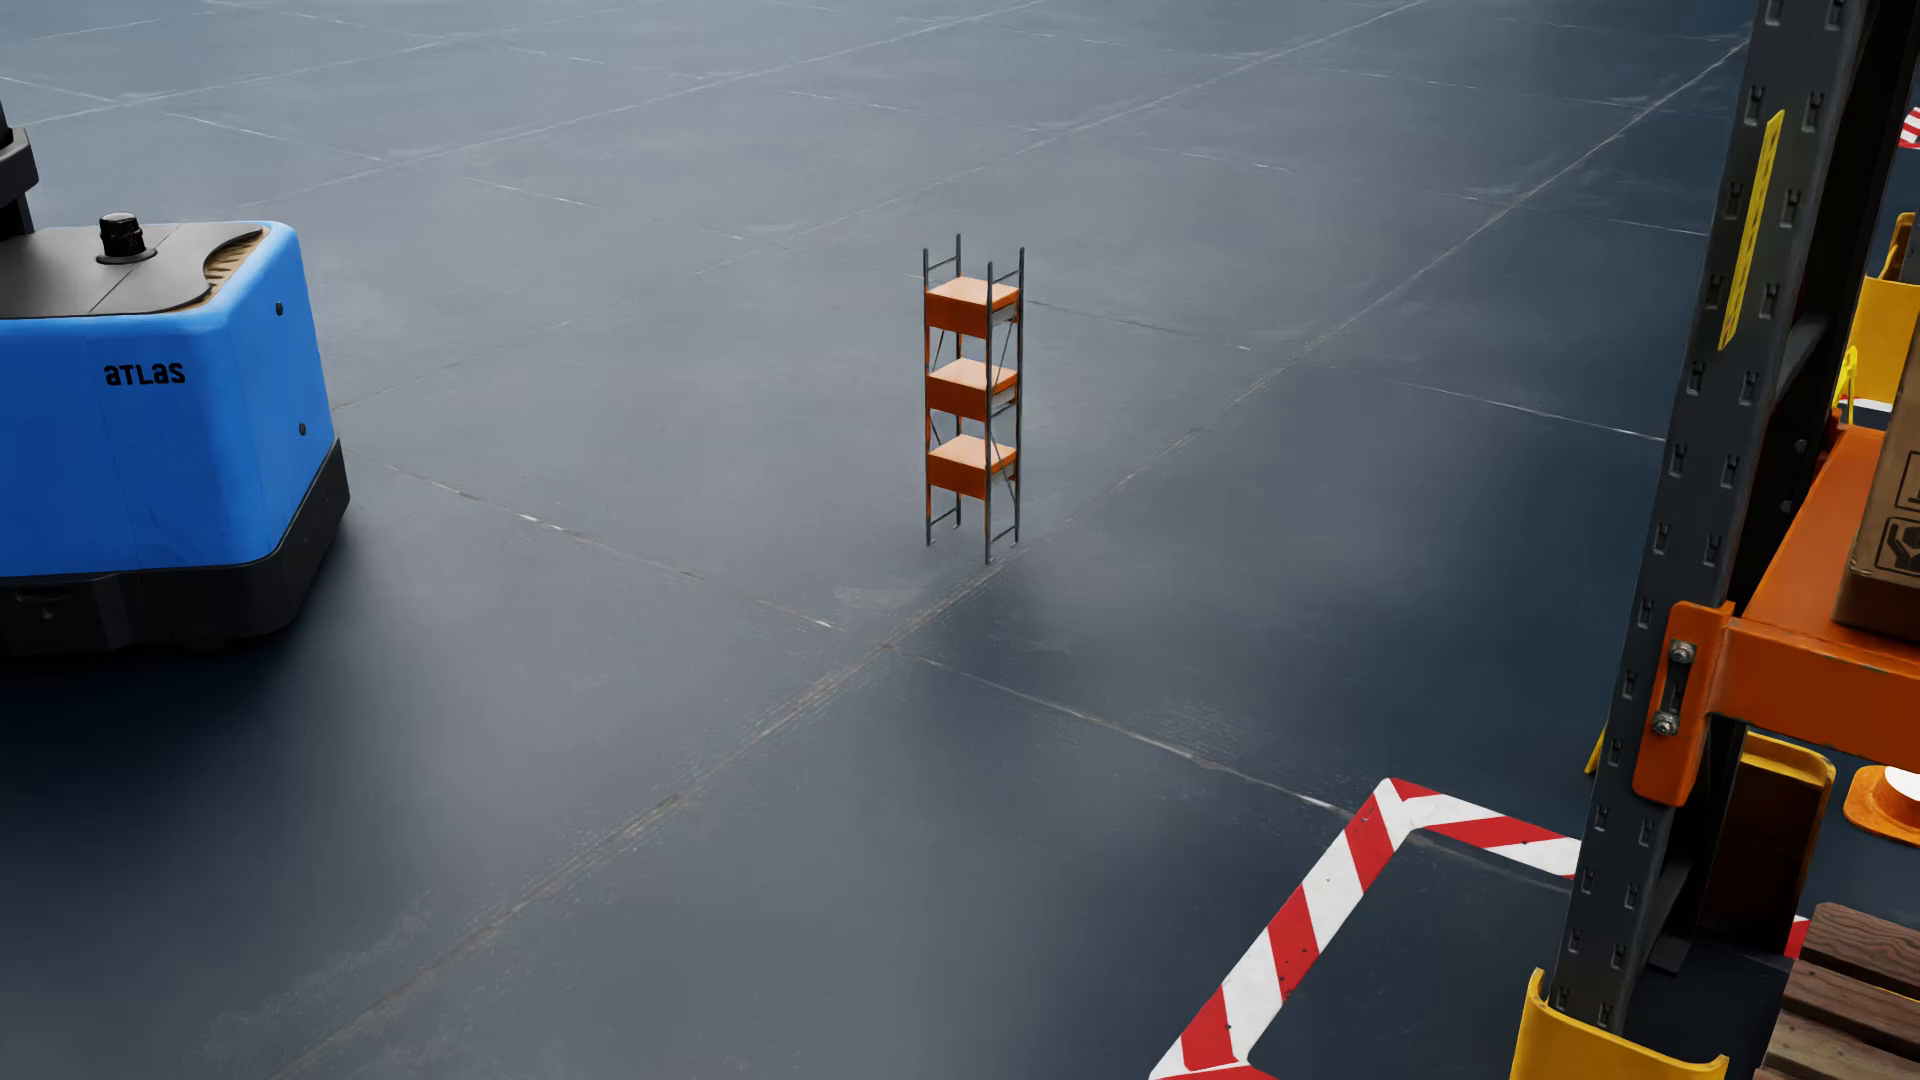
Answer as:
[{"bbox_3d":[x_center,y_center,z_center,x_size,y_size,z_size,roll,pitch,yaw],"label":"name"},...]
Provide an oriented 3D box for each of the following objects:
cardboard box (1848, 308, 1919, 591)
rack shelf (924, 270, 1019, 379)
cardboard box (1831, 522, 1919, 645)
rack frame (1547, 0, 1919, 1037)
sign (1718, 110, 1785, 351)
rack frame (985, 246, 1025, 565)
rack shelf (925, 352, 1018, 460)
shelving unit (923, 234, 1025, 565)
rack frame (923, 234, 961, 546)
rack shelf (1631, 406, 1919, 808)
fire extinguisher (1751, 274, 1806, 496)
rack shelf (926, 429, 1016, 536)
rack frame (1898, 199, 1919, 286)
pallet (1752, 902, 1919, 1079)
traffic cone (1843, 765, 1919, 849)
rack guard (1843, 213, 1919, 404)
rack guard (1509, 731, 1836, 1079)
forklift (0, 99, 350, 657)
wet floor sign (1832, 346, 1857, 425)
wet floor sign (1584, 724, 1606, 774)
[{"bbox_3d":[1.654,-0.202,2.402,0.500,0.500,0.500,17,31,30],"label":"cardboard box"},{"bbox_3d":[0.044,-0.698,5.361,0.240,0.259,0.215,17,32,30],"label":"rack shelf"},{"bbox_3d":[1.583,0.026,2.668,0.250,0.149,0.380,17,32,31],"label":"cardboard box"},{"bbox_3d":[1.420,-0.250,2.935,0.127,3.000,1.000,17,32,30],"label":"rack frame"},{"bbox_3d":[1.113,-0.433,2.340,0.005,0.325,0.100,17,32,30],"label":"sign"},{"bbox_3d":[0.145,-0.423,5.423,0.008,1.050,0.200,17,32,30],"label":"rack frame"},{"bbox_3d":[0.044,-0.445,5.490,0.240,0.259,0.215,17,32,30],"label":"rack shelf"},{"bbox_3d":[0.044,-0.454,5.485,0.252,1.050,0.215,17,32,30],"label":"shelving unit"},{"bbox_3d":[-0.056,-0.485,5.546,0.008,1.050,0.200,17,32,30],"label":"rack frame"},{"bbox_3d":[3.069,0.584,2.089,4.000,0.370,1.077,17,32,30],"label":"rack shelf"},{"bbox_3d":[1.587,-0.417,3.348,0.183,0.674,0.296,17,32,30],"label":"fire extinguisher"},{"bbox_3d":[0.044,-0.197,5.616,0.240,0.259,0.215,17,32,30],"label":"rack shelf"},{"bbox_3d":[4.139,-2.127,6.622,0.127,3.000,1.000,17,32,30],"label":"rack frame"},{"bbox_3d":[2.132,1.234,3.093,1.213,0.211,1.003,17,32,30],"label":"pallet"},{"bbox_3d":[2.505,0.508,4.241,0.334,0.463,0.336,17,32,30],"label":"traffic cone"},{"bbox_3d":[4.120,-1.019,7.201,0.348,0.500,1.175,17,32,30],"label":"rack guard"},{"bbox_3d":[1.483,0.883,3.463,0.348,0.500,1.175,17,32,30],"label":"rack guard"},{"bbox_3d":[-3.604,-1.109,4.698,3.031,2.935,1.130,-3,27,-6],"label":"forklift"},{"bbox_3d":[2.994,-0.345,5.716,0.232,0.644,0.267,12,29,22],"label":"wet floor sign"},{"bbox_3d":[1.869,0.350,4.350,0.267,0.644,0.232,-18,32,-31],"label":"wet floor sign"}]
